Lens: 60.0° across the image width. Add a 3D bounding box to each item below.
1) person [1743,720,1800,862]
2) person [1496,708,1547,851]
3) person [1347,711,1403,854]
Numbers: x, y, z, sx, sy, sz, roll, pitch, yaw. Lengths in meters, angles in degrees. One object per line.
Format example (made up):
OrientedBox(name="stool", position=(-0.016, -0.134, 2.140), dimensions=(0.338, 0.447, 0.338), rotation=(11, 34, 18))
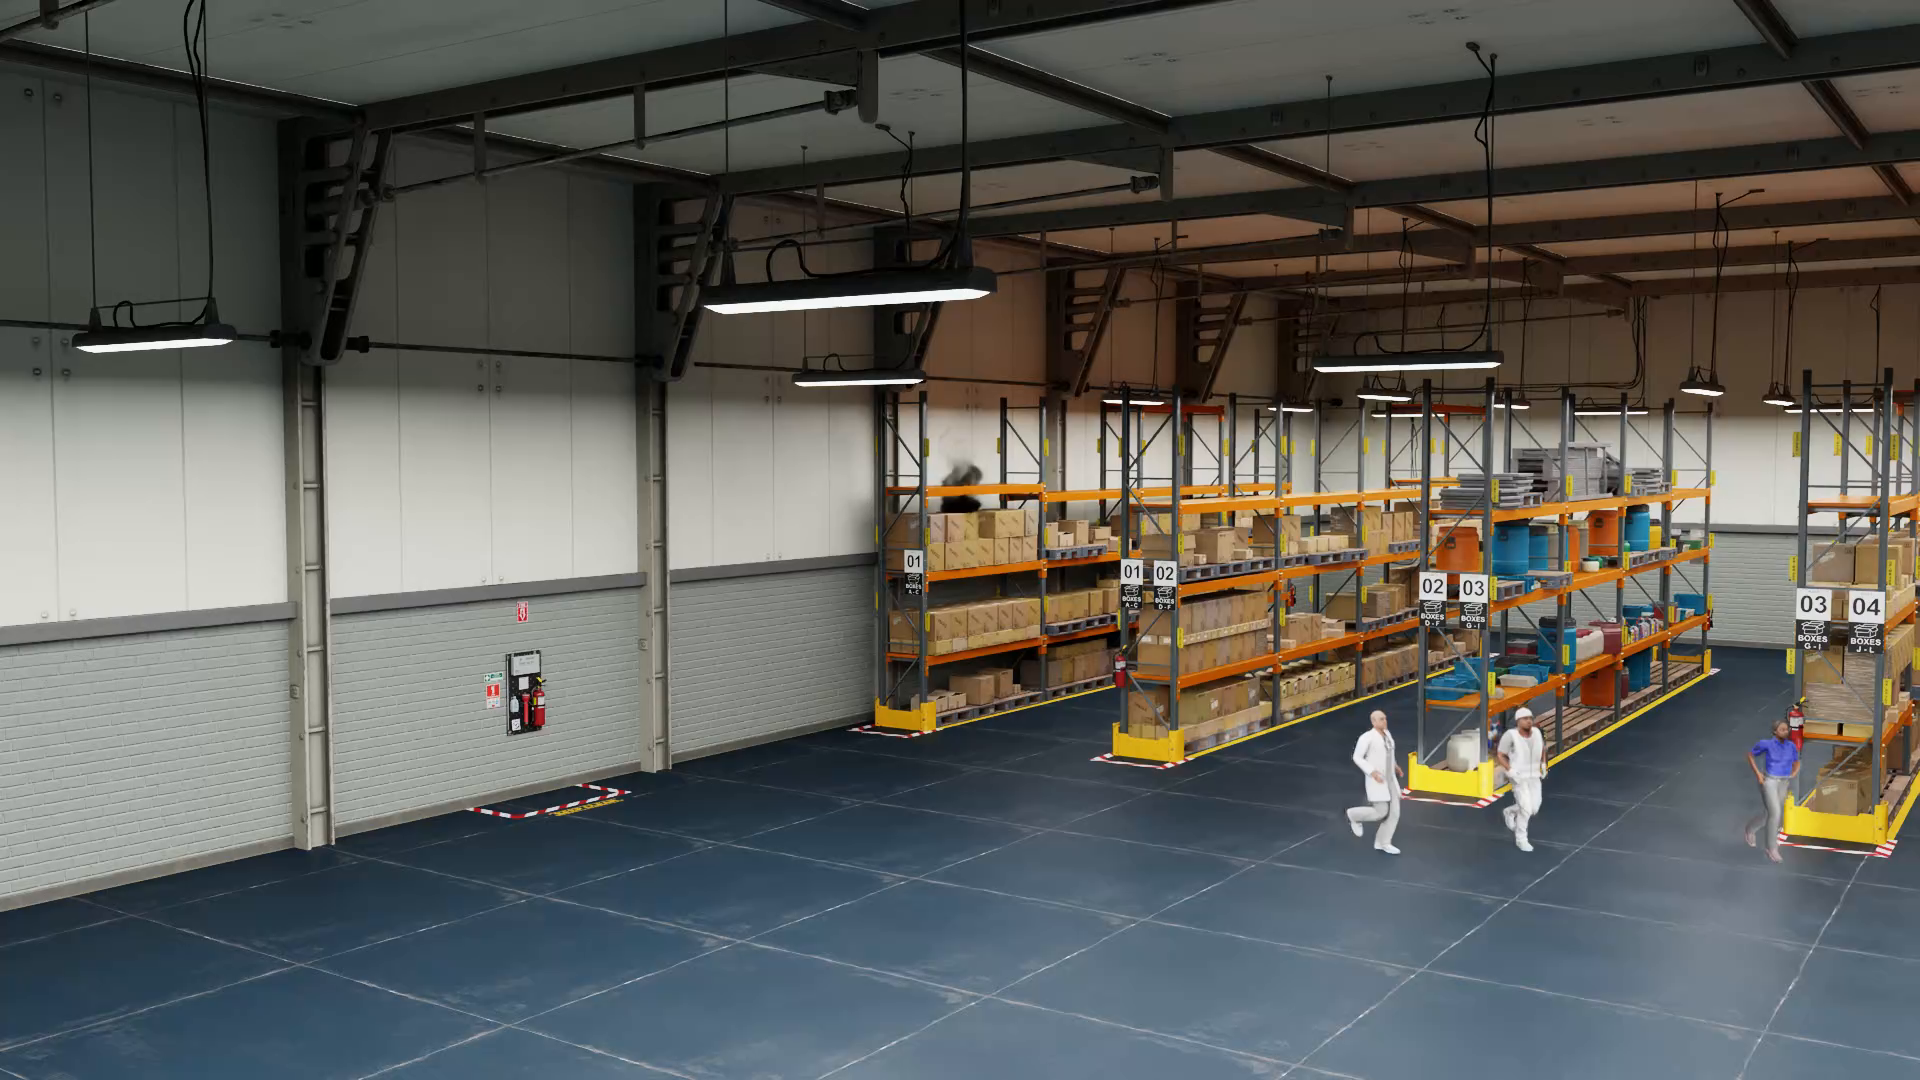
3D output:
OrientedBox(name="person", position=(10.017, 3.046, 20.469), dimensions=(0.578, 1.681, 0.785), rotation=(-1, 3, -12))
OrientedBox(name="person", position=(7.048, 2.974, 20.913), dimensions=(0.677, 1.770, 0.632), rotation=(-1, 3, -15))
OrientedBox(name="person", position=(5.204, 2.990, 20.697), dimensions=(0.711, 1.743, 0.720), rotation=(-2, 4, -34))
